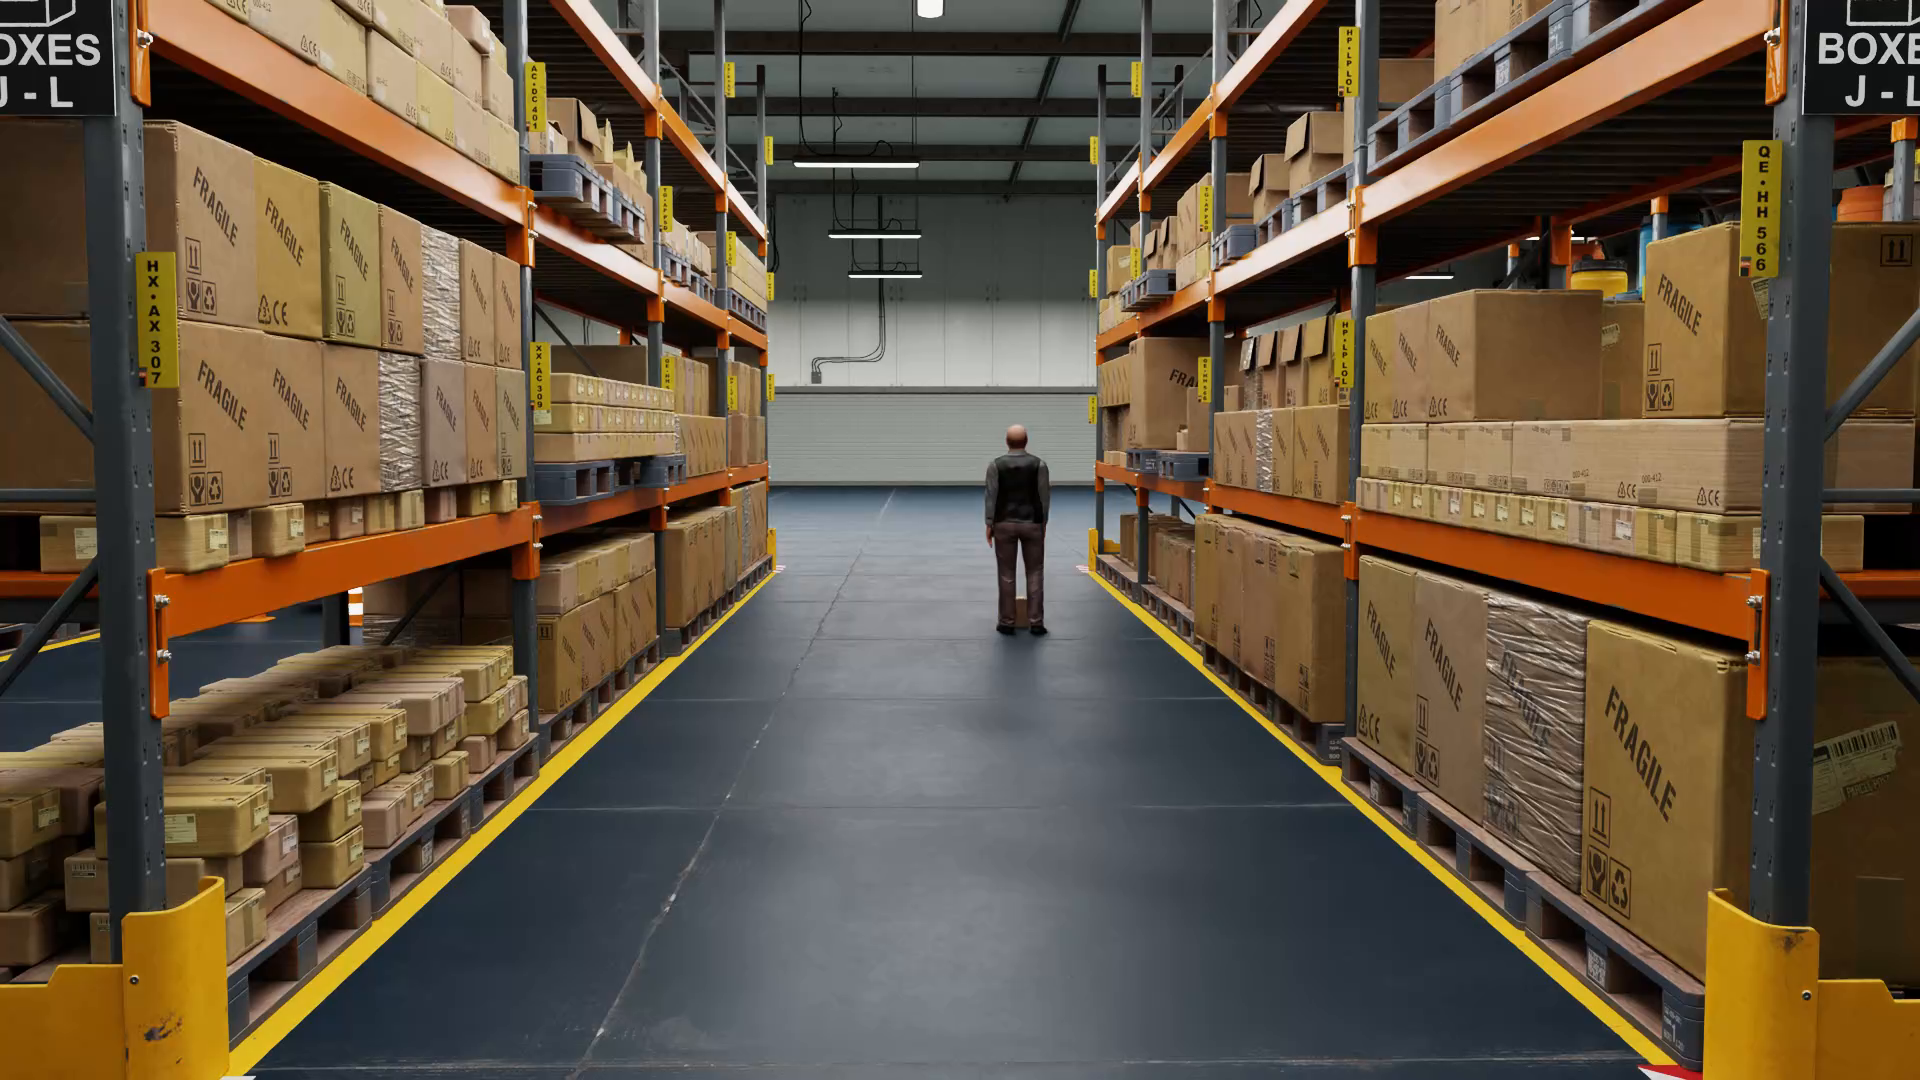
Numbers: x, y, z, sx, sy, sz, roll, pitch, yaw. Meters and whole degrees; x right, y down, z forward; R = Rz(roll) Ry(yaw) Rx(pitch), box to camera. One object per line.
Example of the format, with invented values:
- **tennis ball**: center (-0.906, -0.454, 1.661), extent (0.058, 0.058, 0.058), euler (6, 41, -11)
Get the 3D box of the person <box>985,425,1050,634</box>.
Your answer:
- **person**: center (0.473, -0.079, 13.761), extent (0.541, 1.745, 0.362), euler (0, 4, -1)
